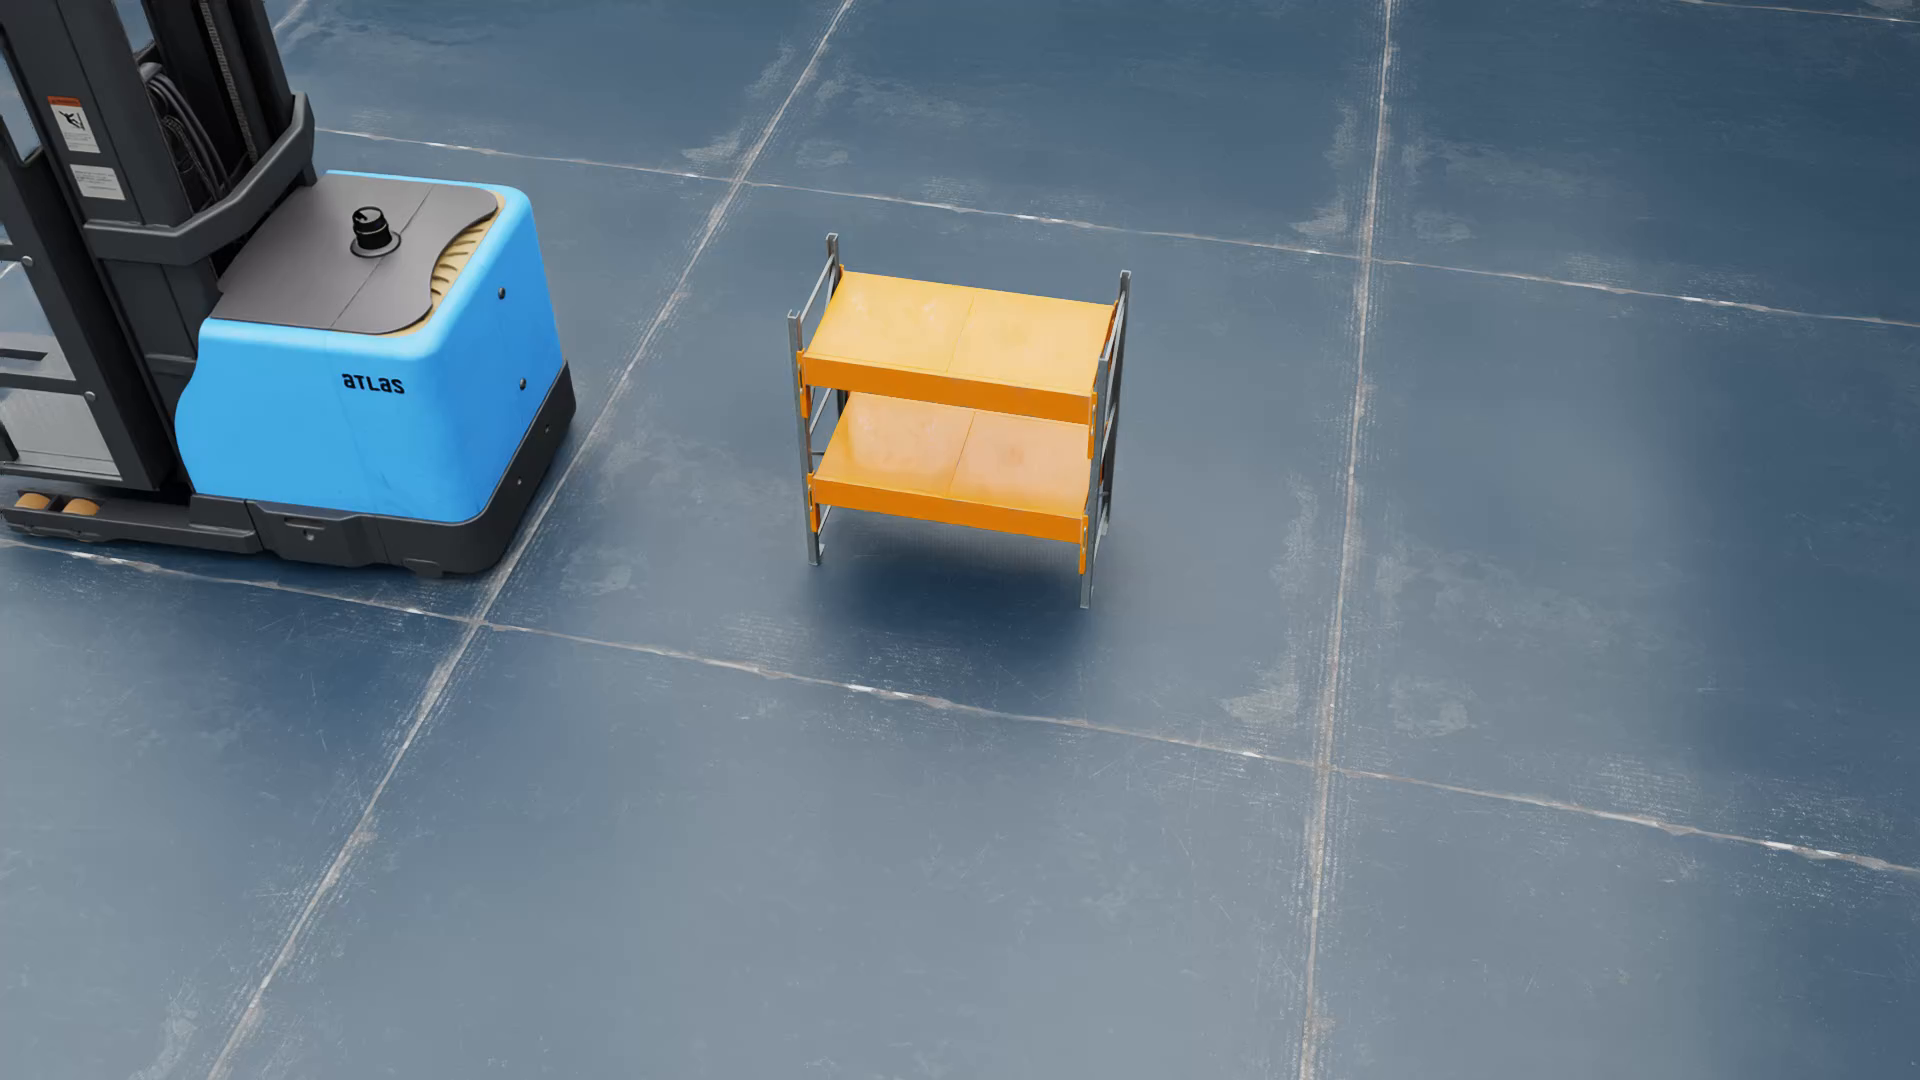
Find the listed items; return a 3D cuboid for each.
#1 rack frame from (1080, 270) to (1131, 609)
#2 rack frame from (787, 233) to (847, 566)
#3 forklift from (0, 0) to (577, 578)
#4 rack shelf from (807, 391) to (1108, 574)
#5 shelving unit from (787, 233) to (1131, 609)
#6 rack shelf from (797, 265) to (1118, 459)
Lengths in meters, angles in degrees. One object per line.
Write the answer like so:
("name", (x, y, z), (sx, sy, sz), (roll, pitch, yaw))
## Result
("rack frame", (0.503, -0.327, 5.779), (0.032, 1.125, 0.500), (9, 45, 9))
("rack frame", (-0.489, -0.481, 5.939), (0.032, 1.125, 0.500), (9, 45, 9))
("forklift", (-3.107, -1.402, 5.593), (3.031, 2.935, 1.130), (7, 44, 7))
("rack shelf", (0.007, -0.228, 6.028), (1.000, 0.278, 0.538), (9, 45, 9))
("shelving unit", (0.007, -0.404, 5.859), (1.048, 1.125, 0.538), (9, 45, 9))
("rack shelf", (0.007, -0.615, 5.656), (1.000, 0.278, 0.538), (9, 45, 9))
